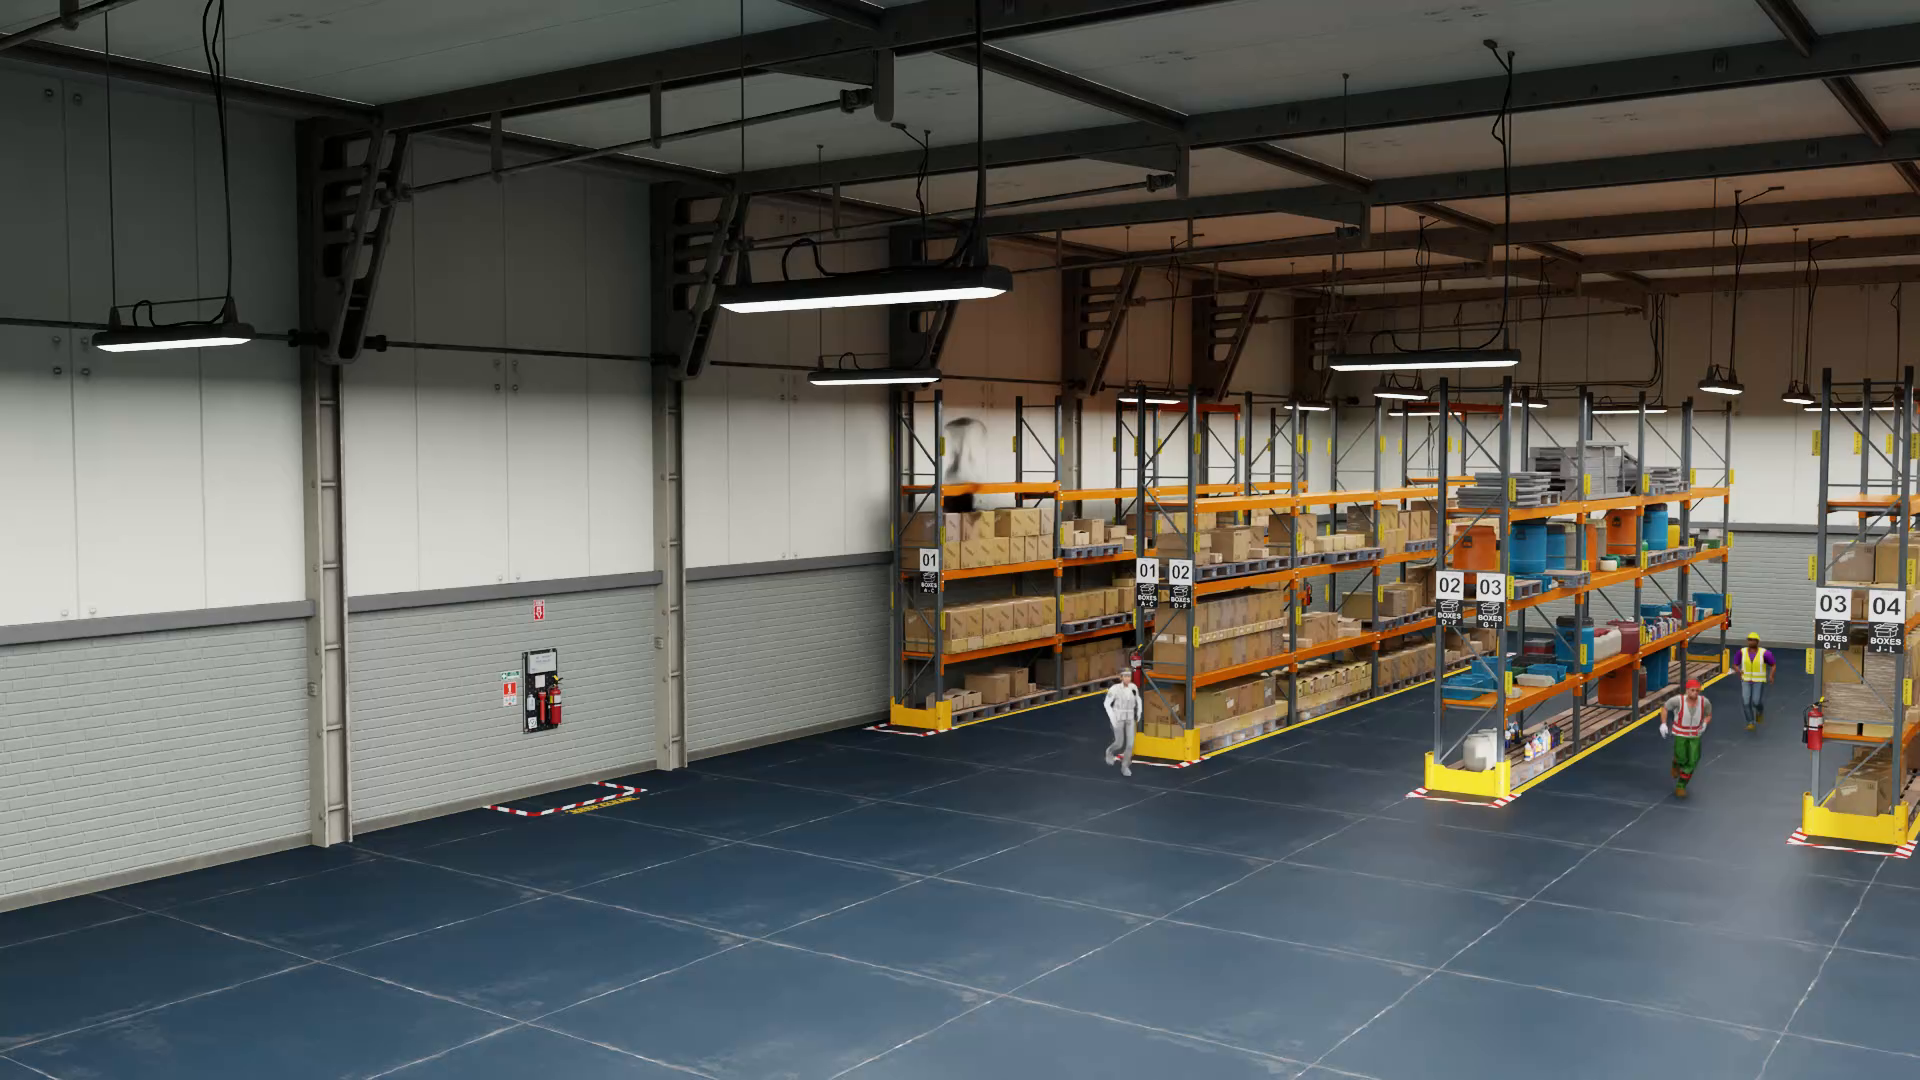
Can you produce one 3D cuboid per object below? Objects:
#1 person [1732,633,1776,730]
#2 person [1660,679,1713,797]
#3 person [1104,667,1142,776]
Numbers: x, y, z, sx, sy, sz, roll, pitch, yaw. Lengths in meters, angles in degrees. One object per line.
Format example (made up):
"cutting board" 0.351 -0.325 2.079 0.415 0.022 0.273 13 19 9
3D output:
"person" 13.986 2.493 29.342 0.700 1.723 0.582 2 4 34
"person" 10.424 2.821 23.868 0.653 1.709 0.757 0 3 3
"person" 2.492 2.750 25.489 0.618 1.669 0.627 -1 3 -19
